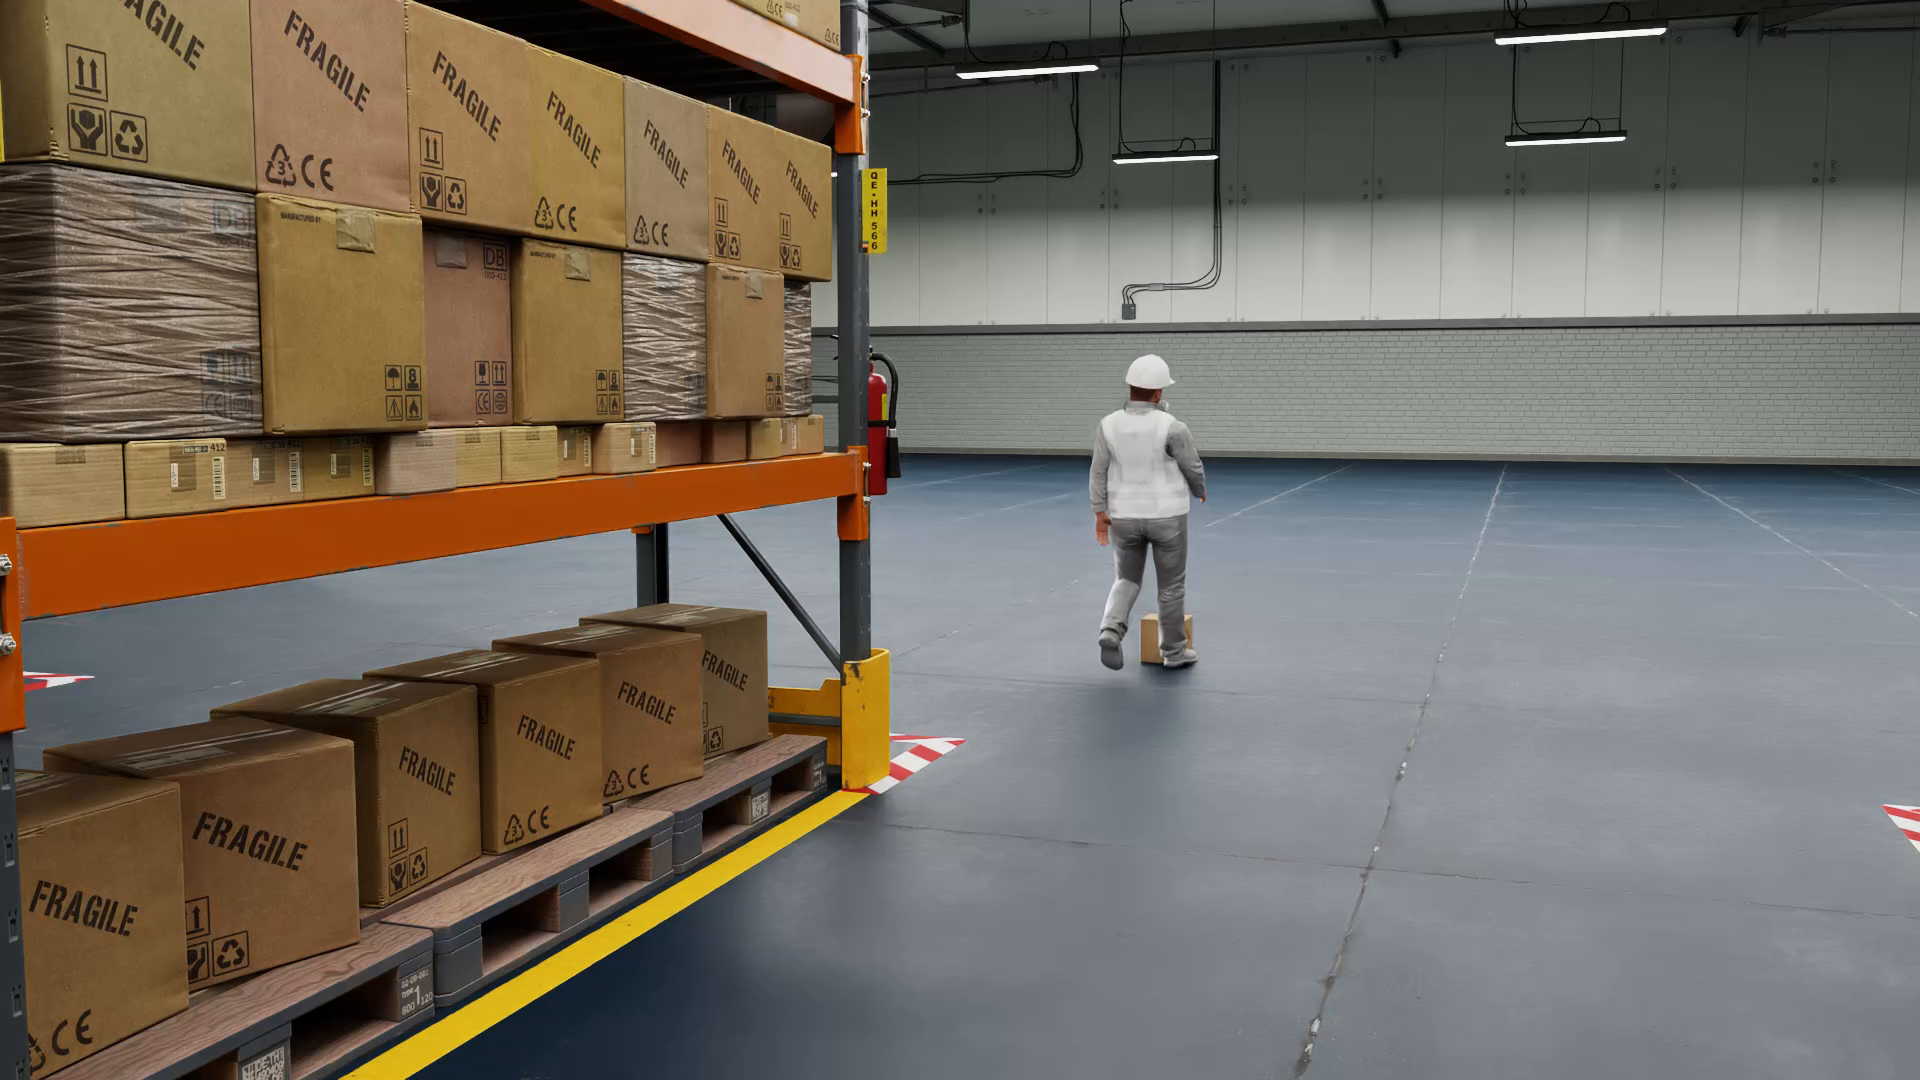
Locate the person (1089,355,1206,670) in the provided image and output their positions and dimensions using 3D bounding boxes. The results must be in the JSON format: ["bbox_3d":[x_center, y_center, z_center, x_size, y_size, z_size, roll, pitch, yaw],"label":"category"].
[{"bbox_3d":[1.061,-0.144,9.075,0.611,1.716,0.808,3,6,28],"label":"person"}]
